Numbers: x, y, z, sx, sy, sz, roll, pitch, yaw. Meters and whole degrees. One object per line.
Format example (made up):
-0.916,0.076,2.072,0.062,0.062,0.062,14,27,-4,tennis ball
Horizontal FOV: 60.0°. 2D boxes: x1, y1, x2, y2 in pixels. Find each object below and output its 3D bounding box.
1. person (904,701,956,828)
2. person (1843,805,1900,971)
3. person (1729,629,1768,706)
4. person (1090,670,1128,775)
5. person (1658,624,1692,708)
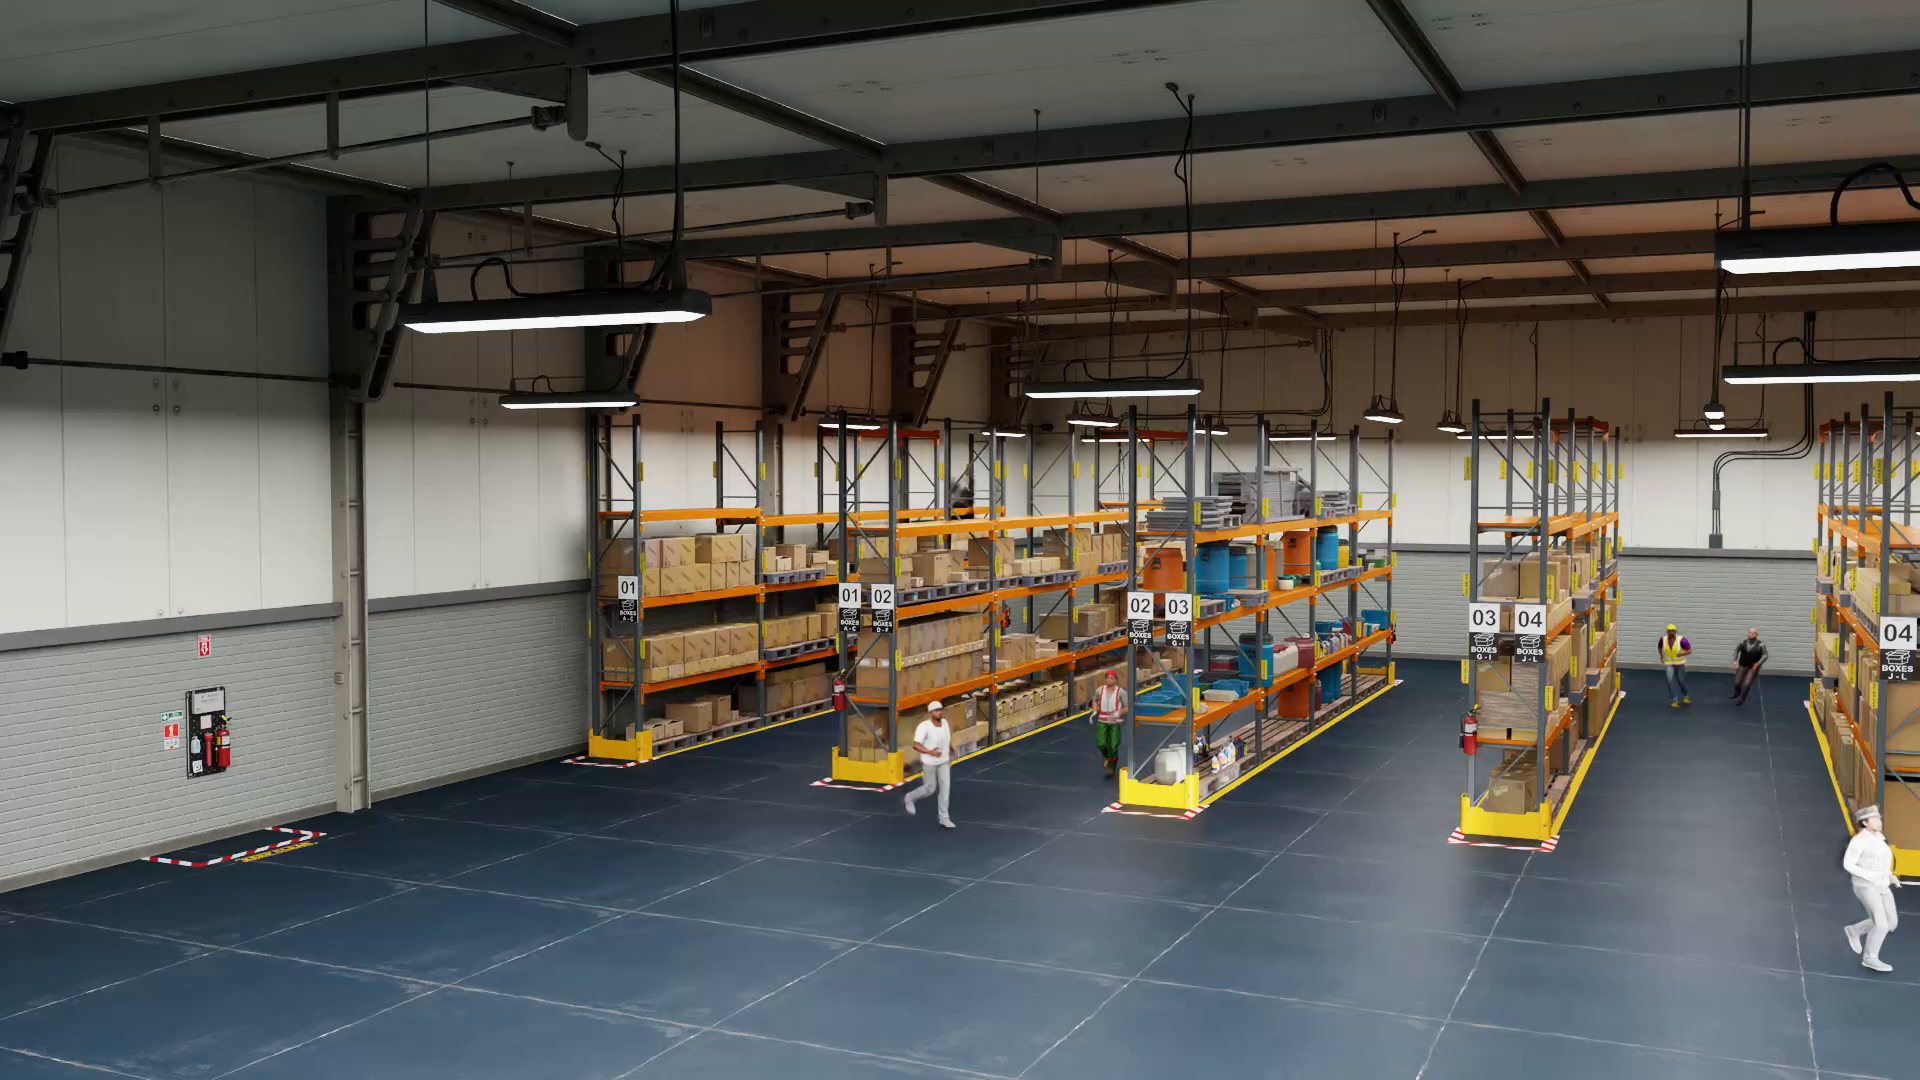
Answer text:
-0.379,3.157,23.610,0.709,1.766,0.927,-2,3,-39,person
9.167,3.485,16.779,0.613,1.641,0.579,-1,3,-29,person
16.868,2.717,35.585,0.789,1.658,0.574,2,3,37,person
2.449,3.003,27.303,0.656,1.741,0.583,1,2,16,person
15.238,2.664,35.457,0.686,1.757,0.853,1,3,28,person
